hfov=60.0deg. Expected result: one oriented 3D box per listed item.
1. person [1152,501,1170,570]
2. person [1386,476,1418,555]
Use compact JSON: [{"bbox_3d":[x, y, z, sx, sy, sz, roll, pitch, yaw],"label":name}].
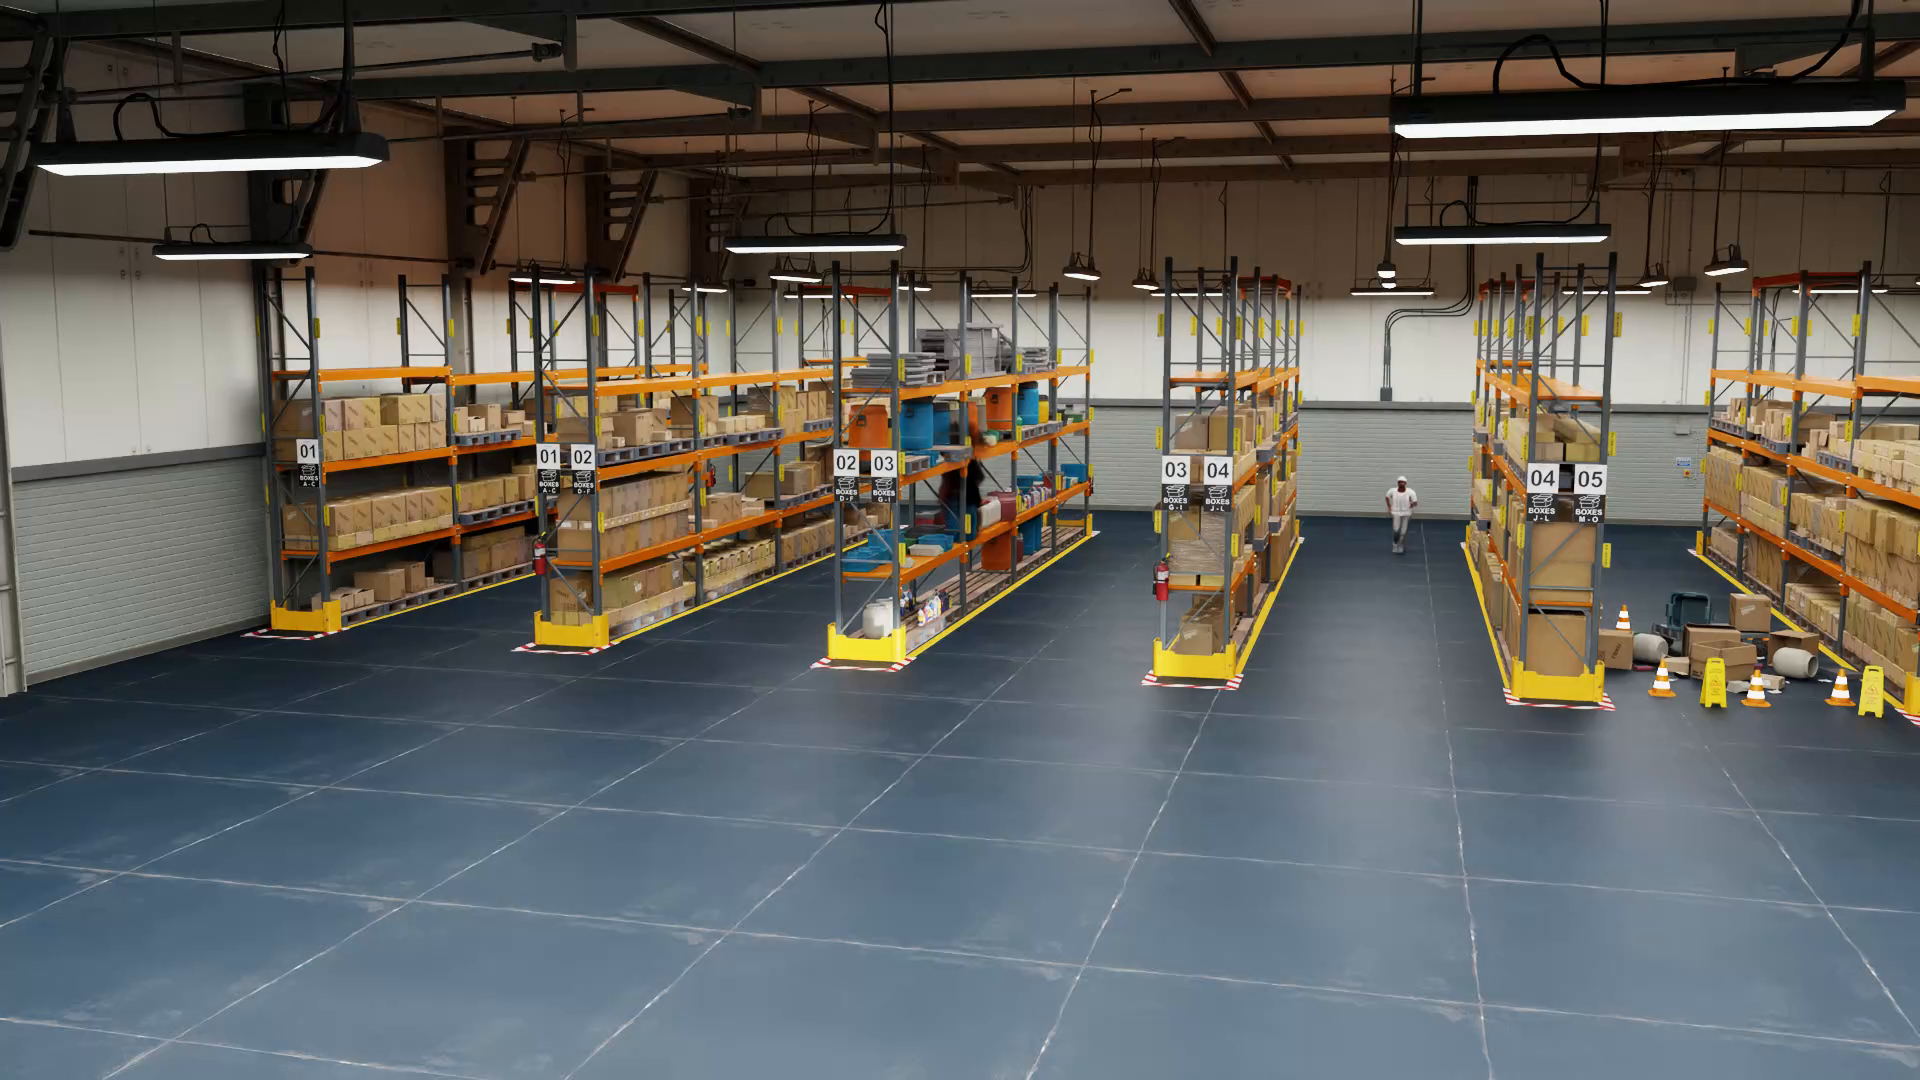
[{"bbox_3d":[4.289,-0.187,34.188,0.733,1.733,0.692,3,8,25],"label":"person"},{"bbox_3d":[9.797,-0.543,36.931,0.694,1.752,0.687,2,7,15],"label":"person"}]
